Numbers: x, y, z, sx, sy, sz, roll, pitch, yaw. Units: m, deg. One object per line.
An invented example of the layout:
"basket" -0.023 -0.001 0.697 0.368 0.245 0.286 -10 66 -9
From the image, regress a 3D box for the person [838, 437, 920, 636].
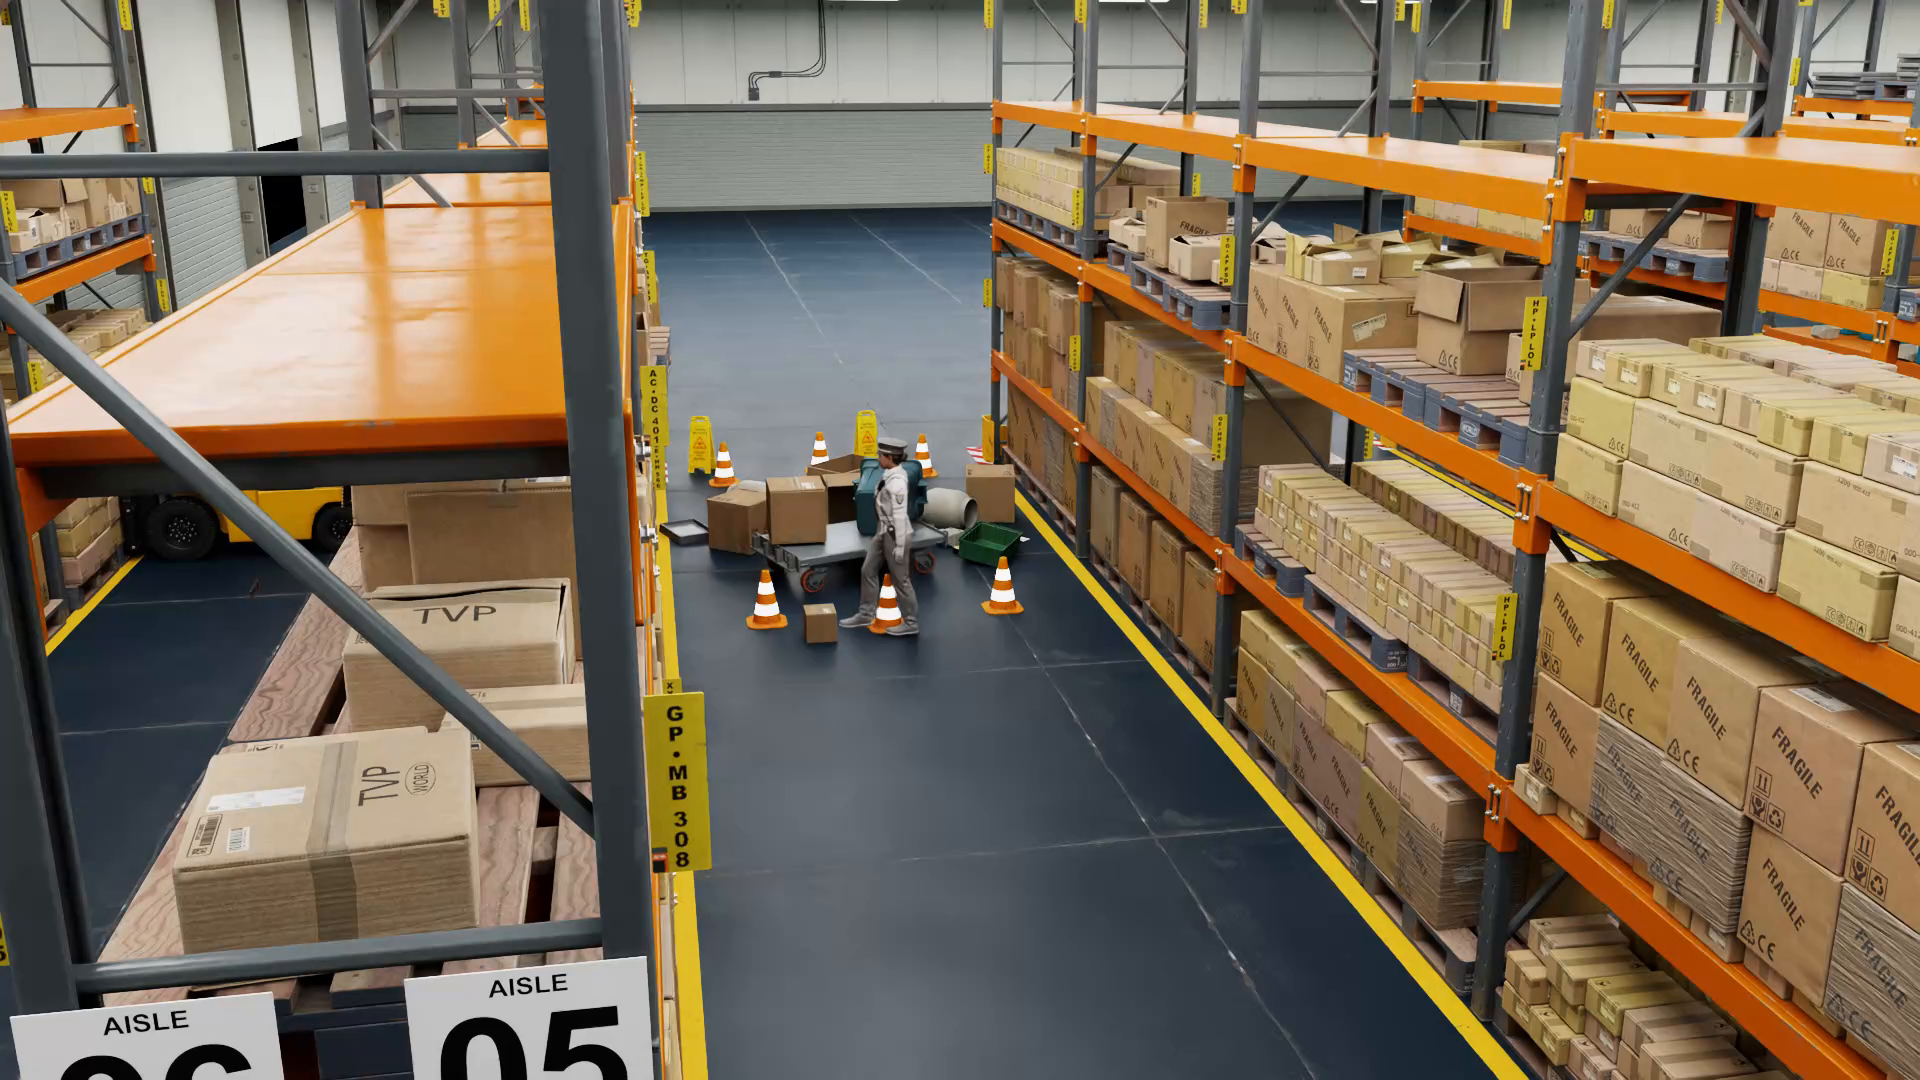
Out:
"person" -0.671 -0.018 13.553 0.661 1.664 0.508 -2 17 -6
